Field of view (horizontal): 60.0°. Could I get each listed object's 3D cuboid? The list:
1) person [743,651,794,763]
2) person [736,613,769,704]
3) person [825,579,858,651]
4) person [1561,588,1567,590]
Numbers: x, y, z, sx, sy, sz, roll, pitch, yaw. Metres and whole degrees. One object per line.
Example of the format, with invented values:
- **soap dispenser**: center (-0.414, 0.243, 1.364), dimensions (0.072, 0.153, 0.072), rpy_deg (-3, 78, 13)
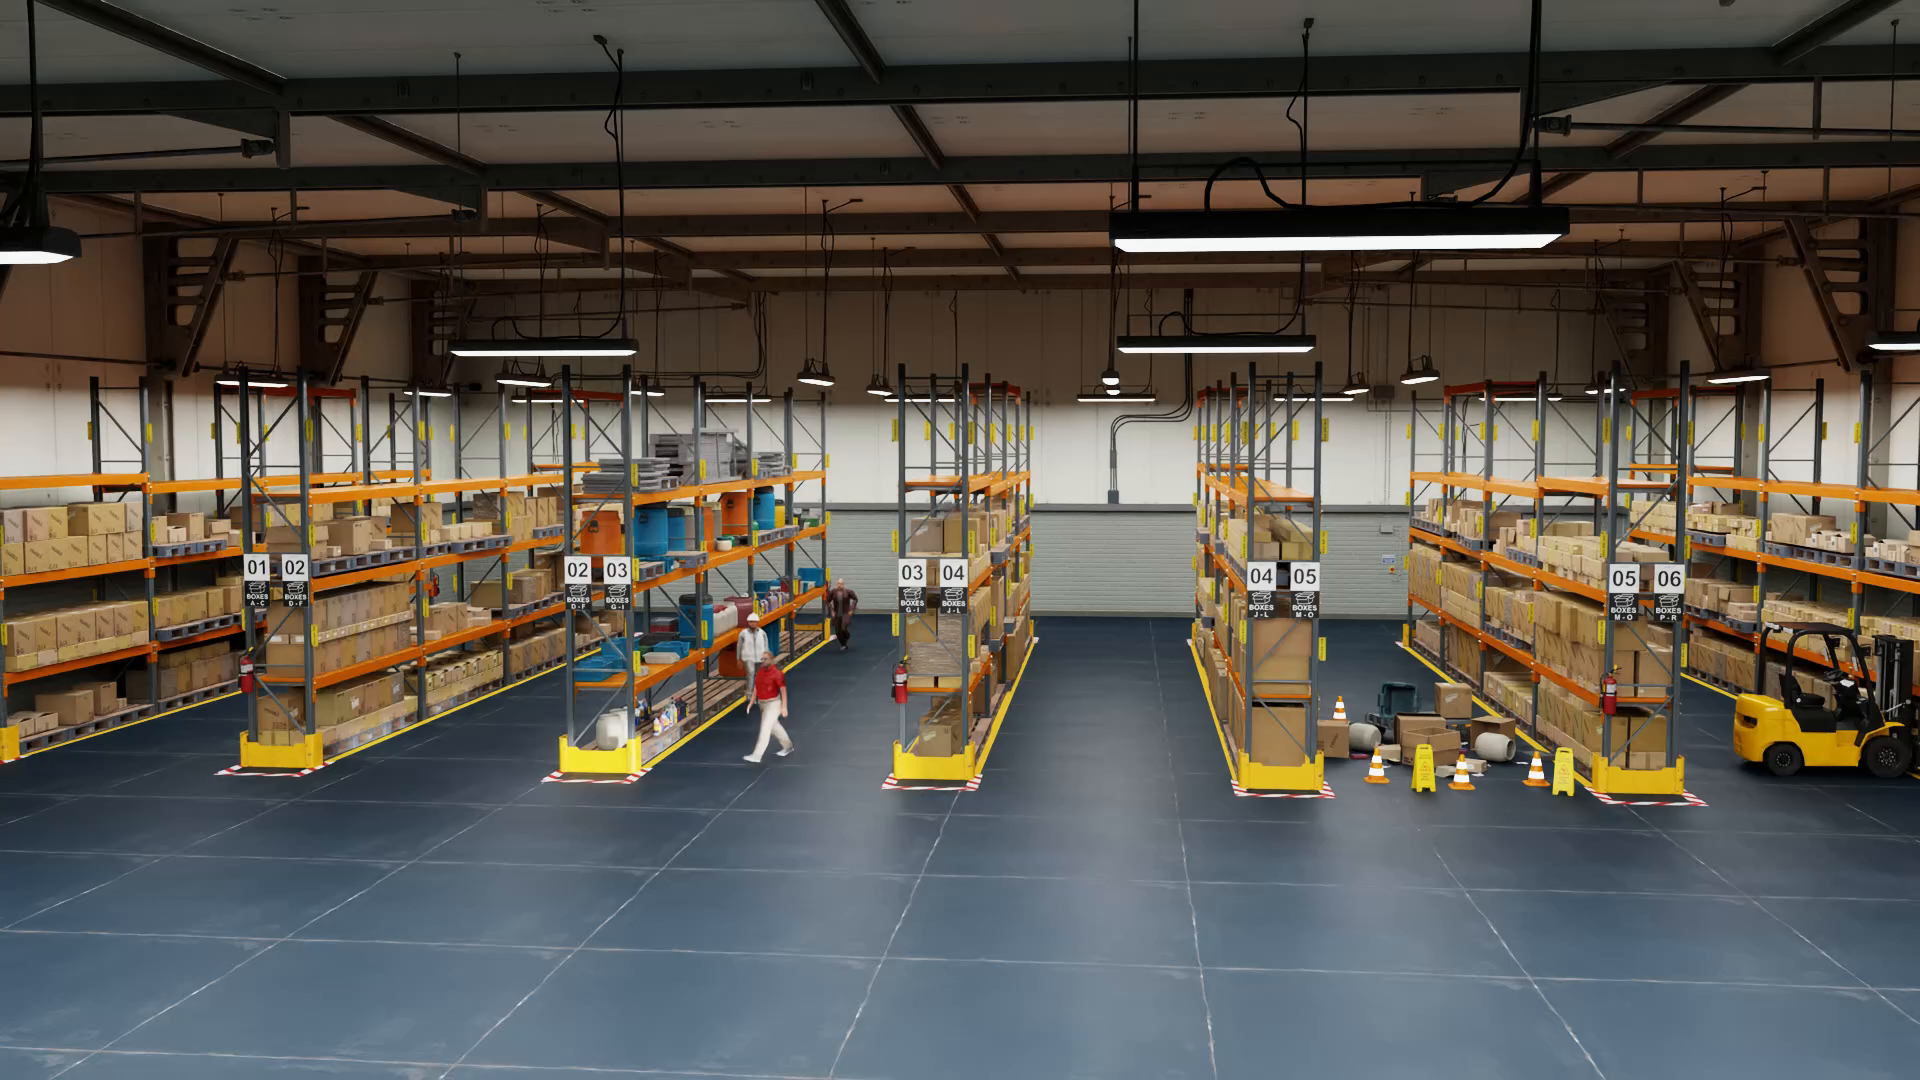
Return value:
- **person**: center (-2.947, 2.522, 25.357), dimensions (1.109, 1.651, 0.578), rpy_deg (-3, 5, -38)
- **person**: center (-3.731, 2.184, 30.121), dimensions (0.589, 1.713, 1.154), rpy_deg (-2, 4, -24)
- **person**: center (-2.709, 1.719, 38.189), dimensions (0.721, 1.686, 0.659), rpy_deg (1, 4, 13)
- **person**: center (13.874, 1.751, 38.314), dimensions (0.944, 1.532, 0.404), rpy_deg (3, 5, 39)
